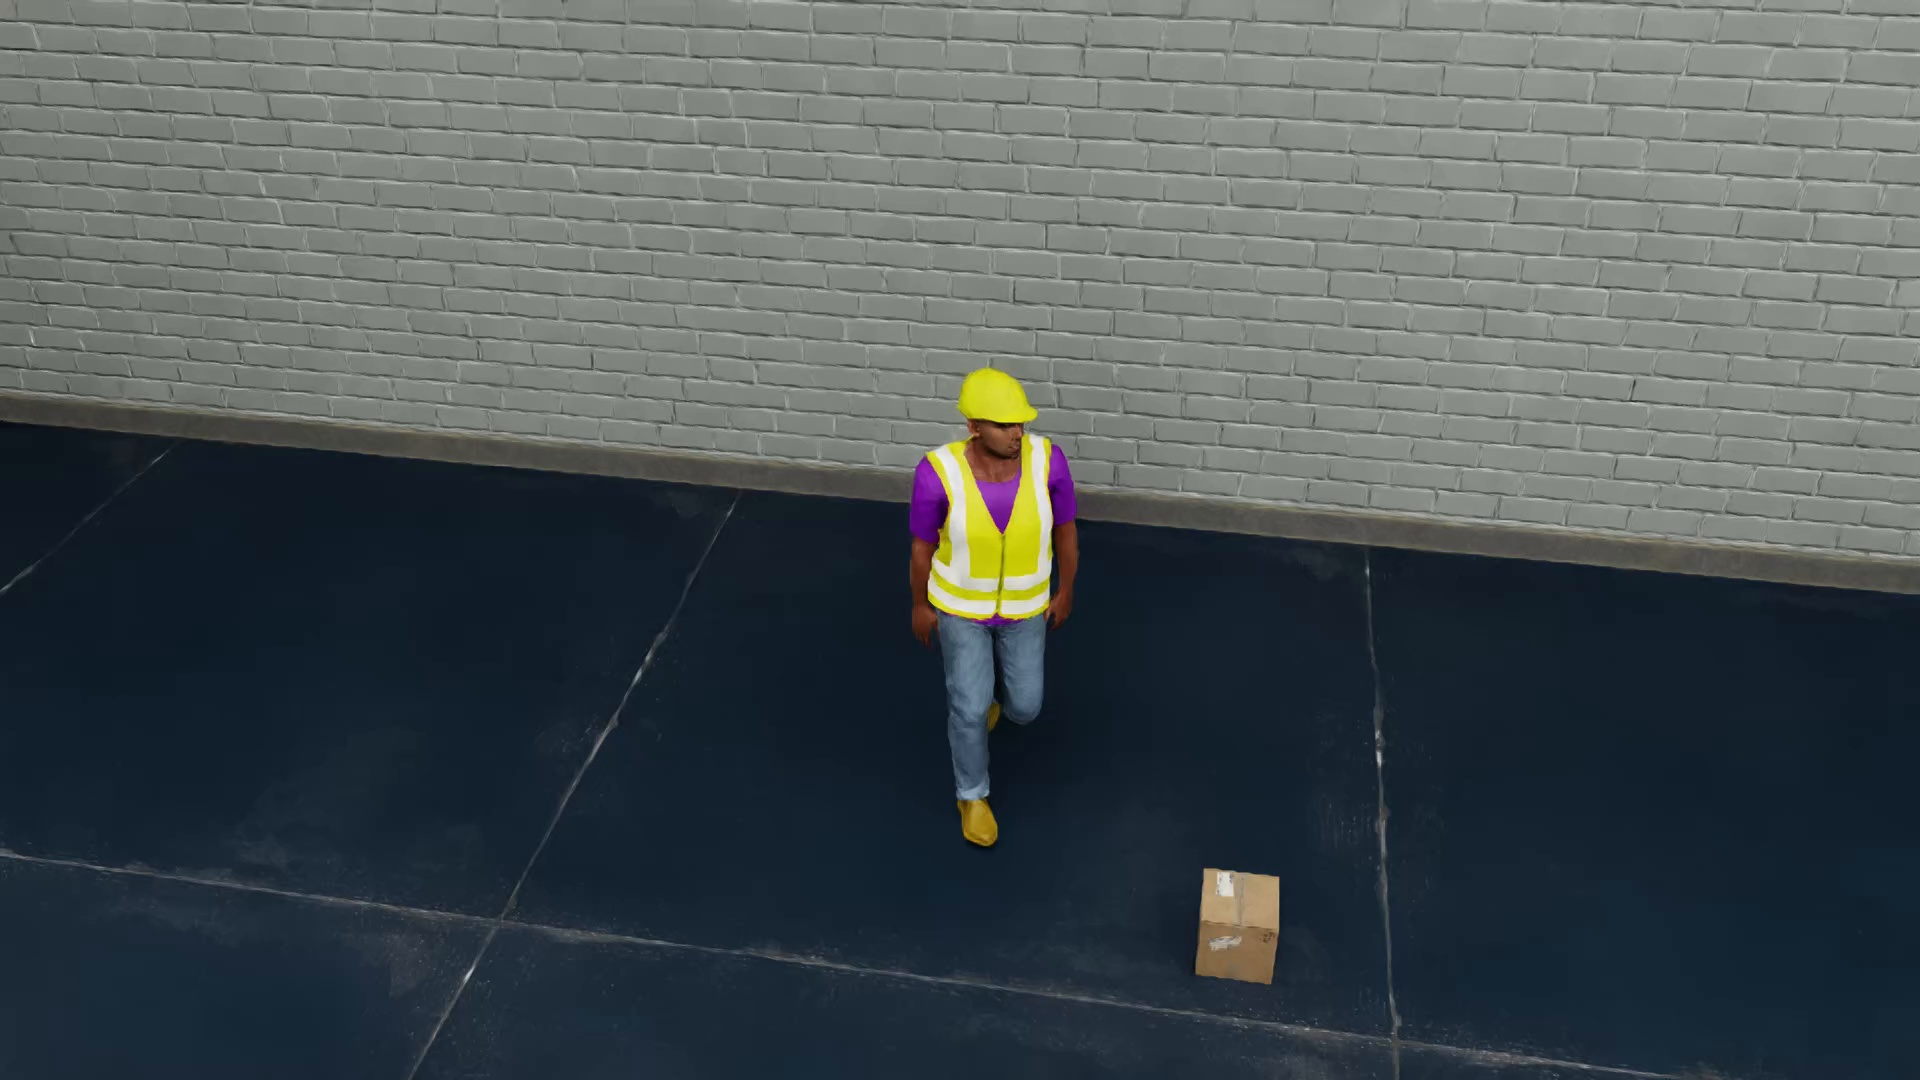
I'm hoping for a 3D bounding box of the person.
[{"bbox_3d":[0.117,0.186,5.810,0.587,1.748,0.714,-5,33,-8],"label":"person"}]
